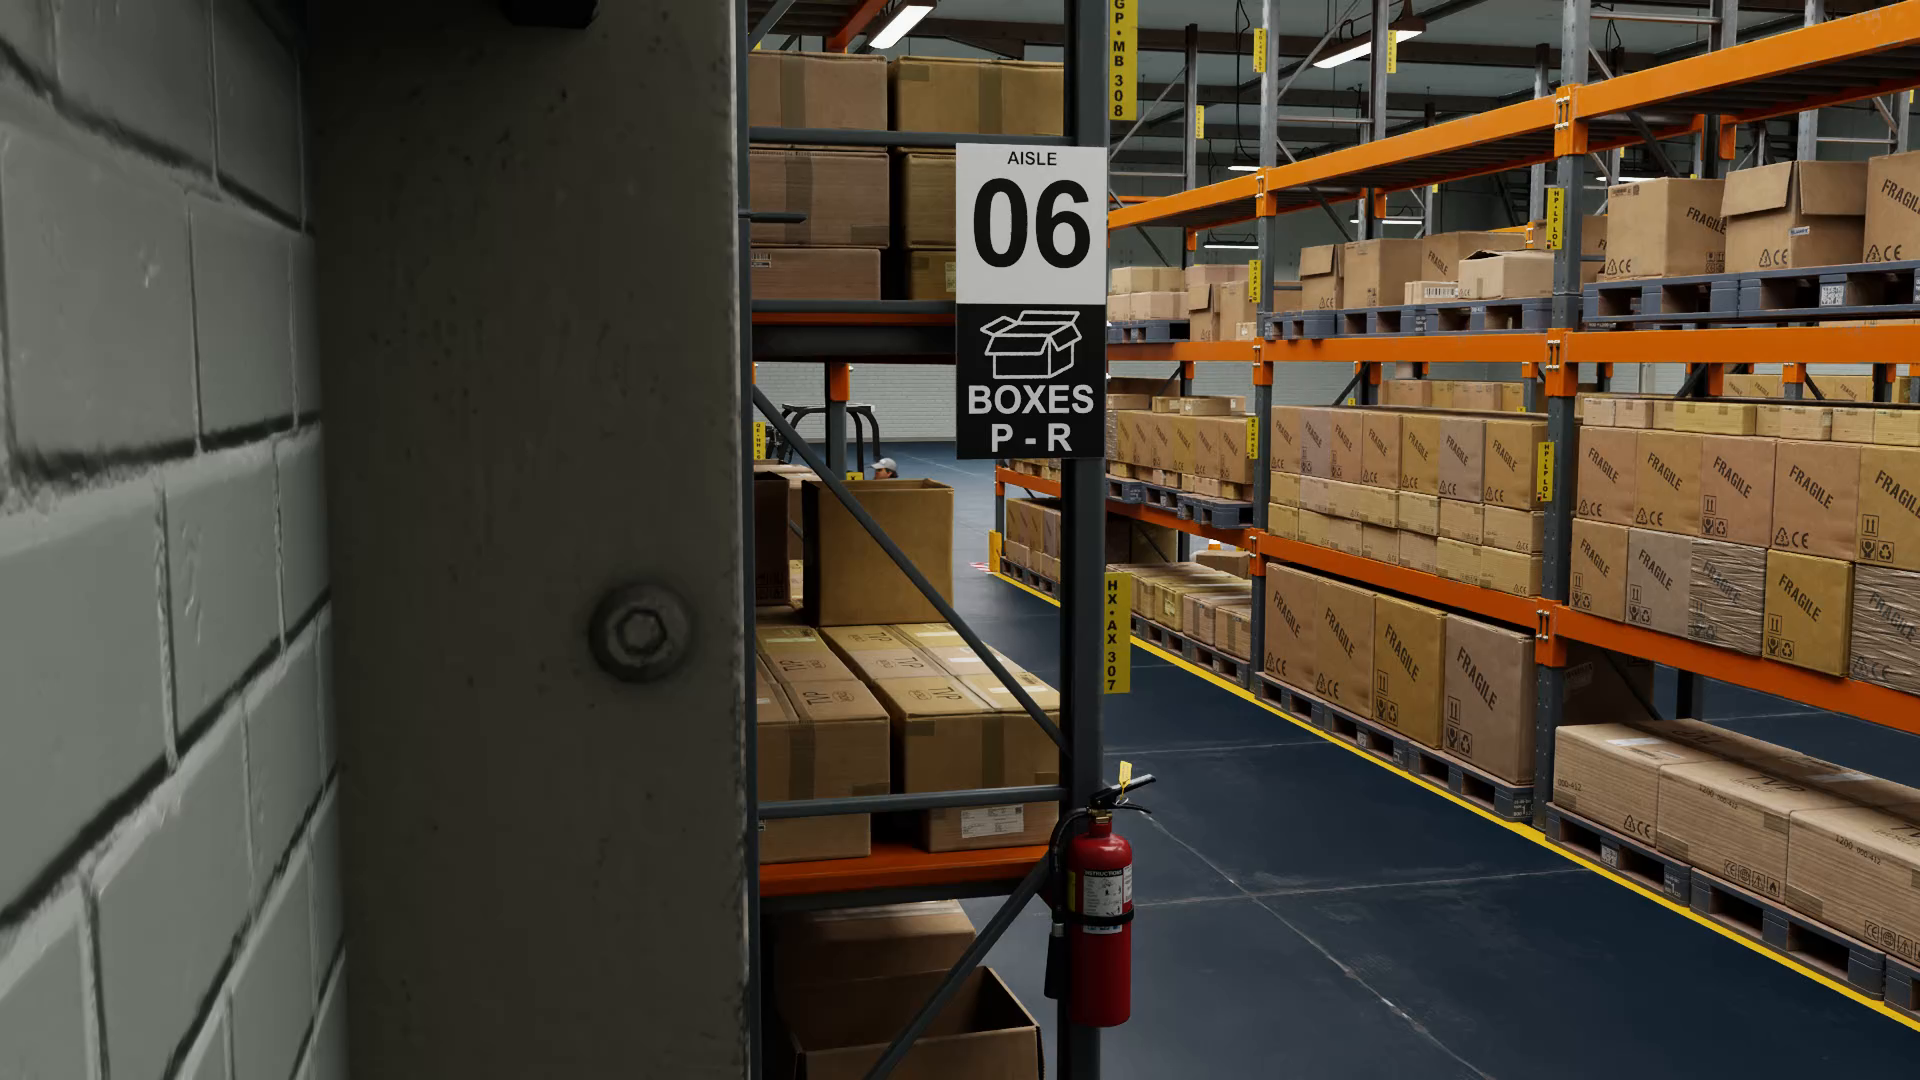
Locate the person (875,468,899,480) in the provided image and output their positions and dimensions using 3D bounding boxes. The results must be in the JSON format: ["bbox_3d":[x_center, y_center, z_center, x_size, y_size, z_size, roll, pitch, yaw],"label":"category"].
[{"bbox_3d":[-0.877,0.002,17.057,0.541,1.620,0.453,-1,6,-13],"label":"person"}]
